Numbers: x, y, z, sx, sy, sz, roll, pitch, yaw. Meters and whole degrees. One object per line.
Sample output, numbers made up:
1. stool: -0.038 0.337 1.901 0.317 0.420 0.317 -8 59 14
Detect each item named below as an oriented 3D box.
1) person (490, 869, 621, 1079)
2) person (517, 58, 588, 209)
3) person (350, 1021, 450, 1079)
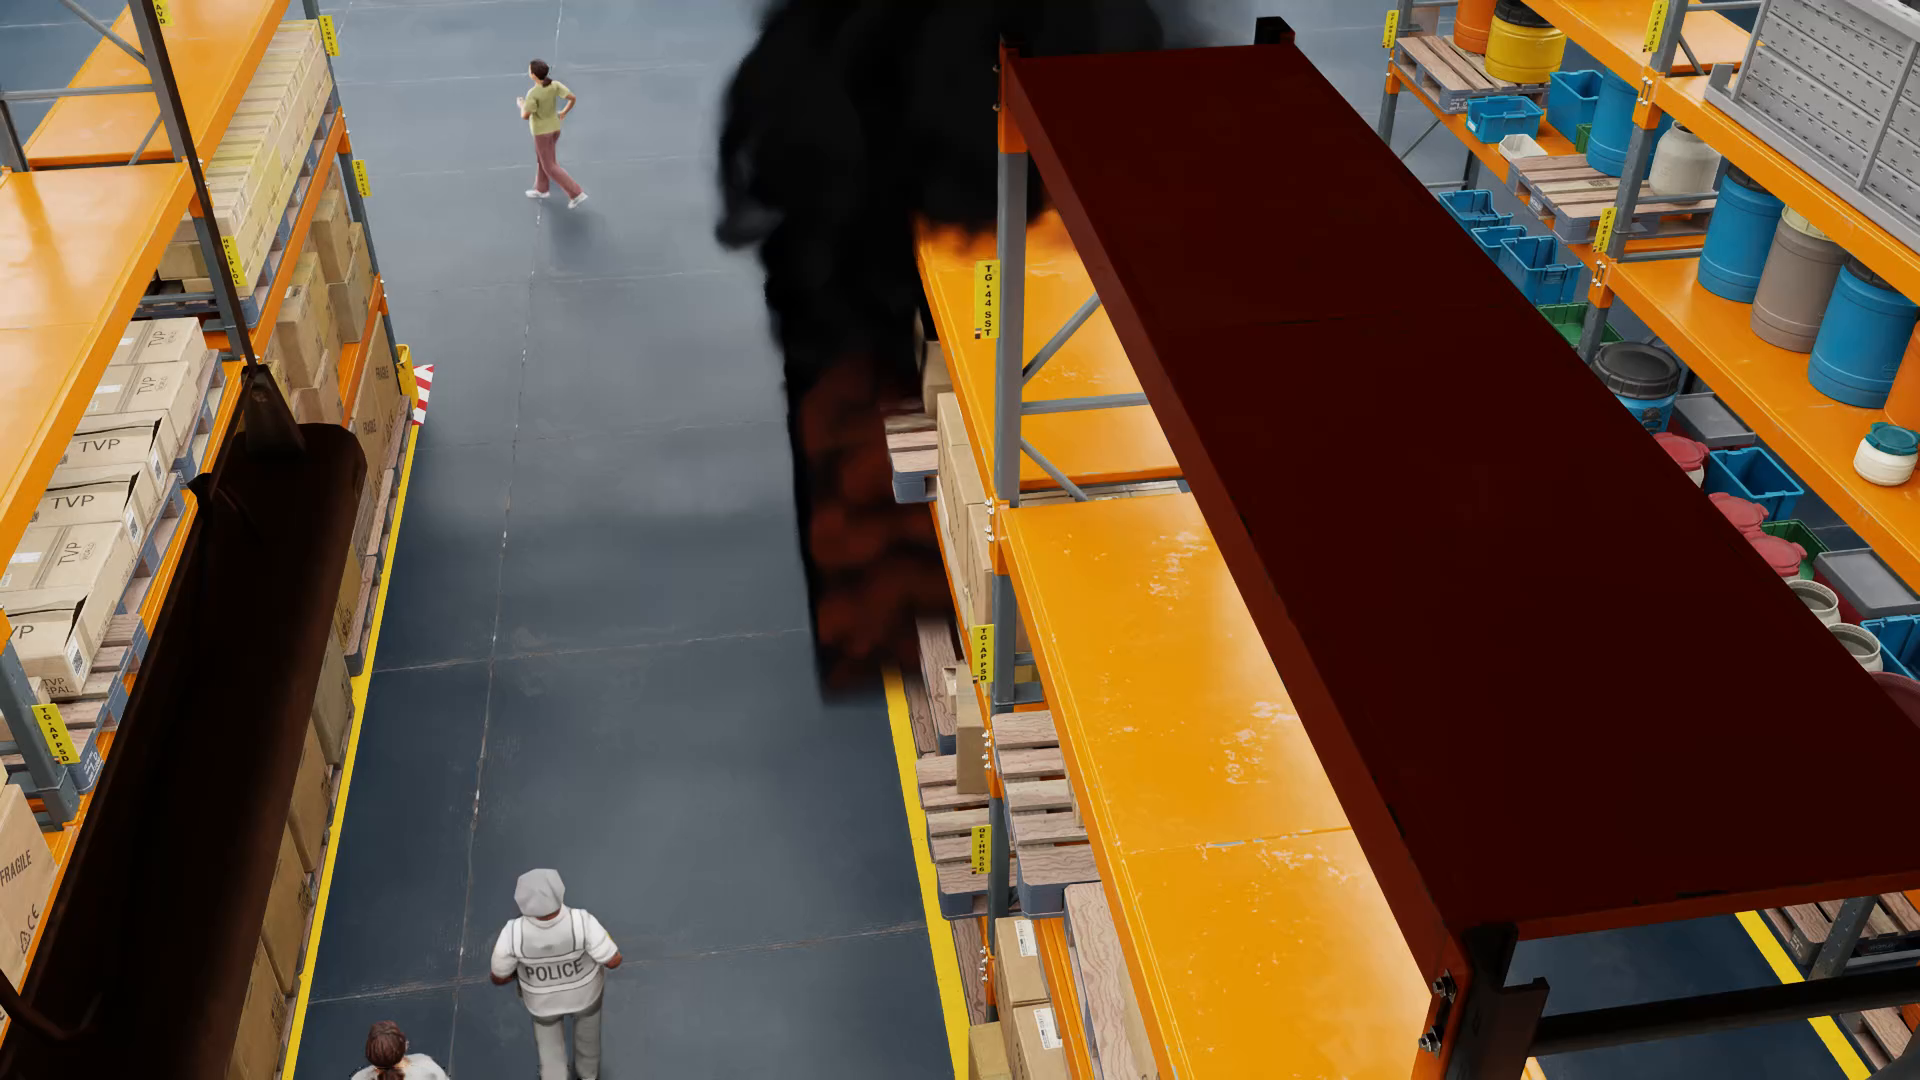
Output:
1. person: -2.096 2.360 8.775 0.661 1.730 0.629 -7 37 -9
2. person: -4.466 -4.391 17.984 0.964 1.654 0.573 18 40 23
3. person: -2.638 2.863 8.138 0.537 1.640 0.649 -10 38 -14
